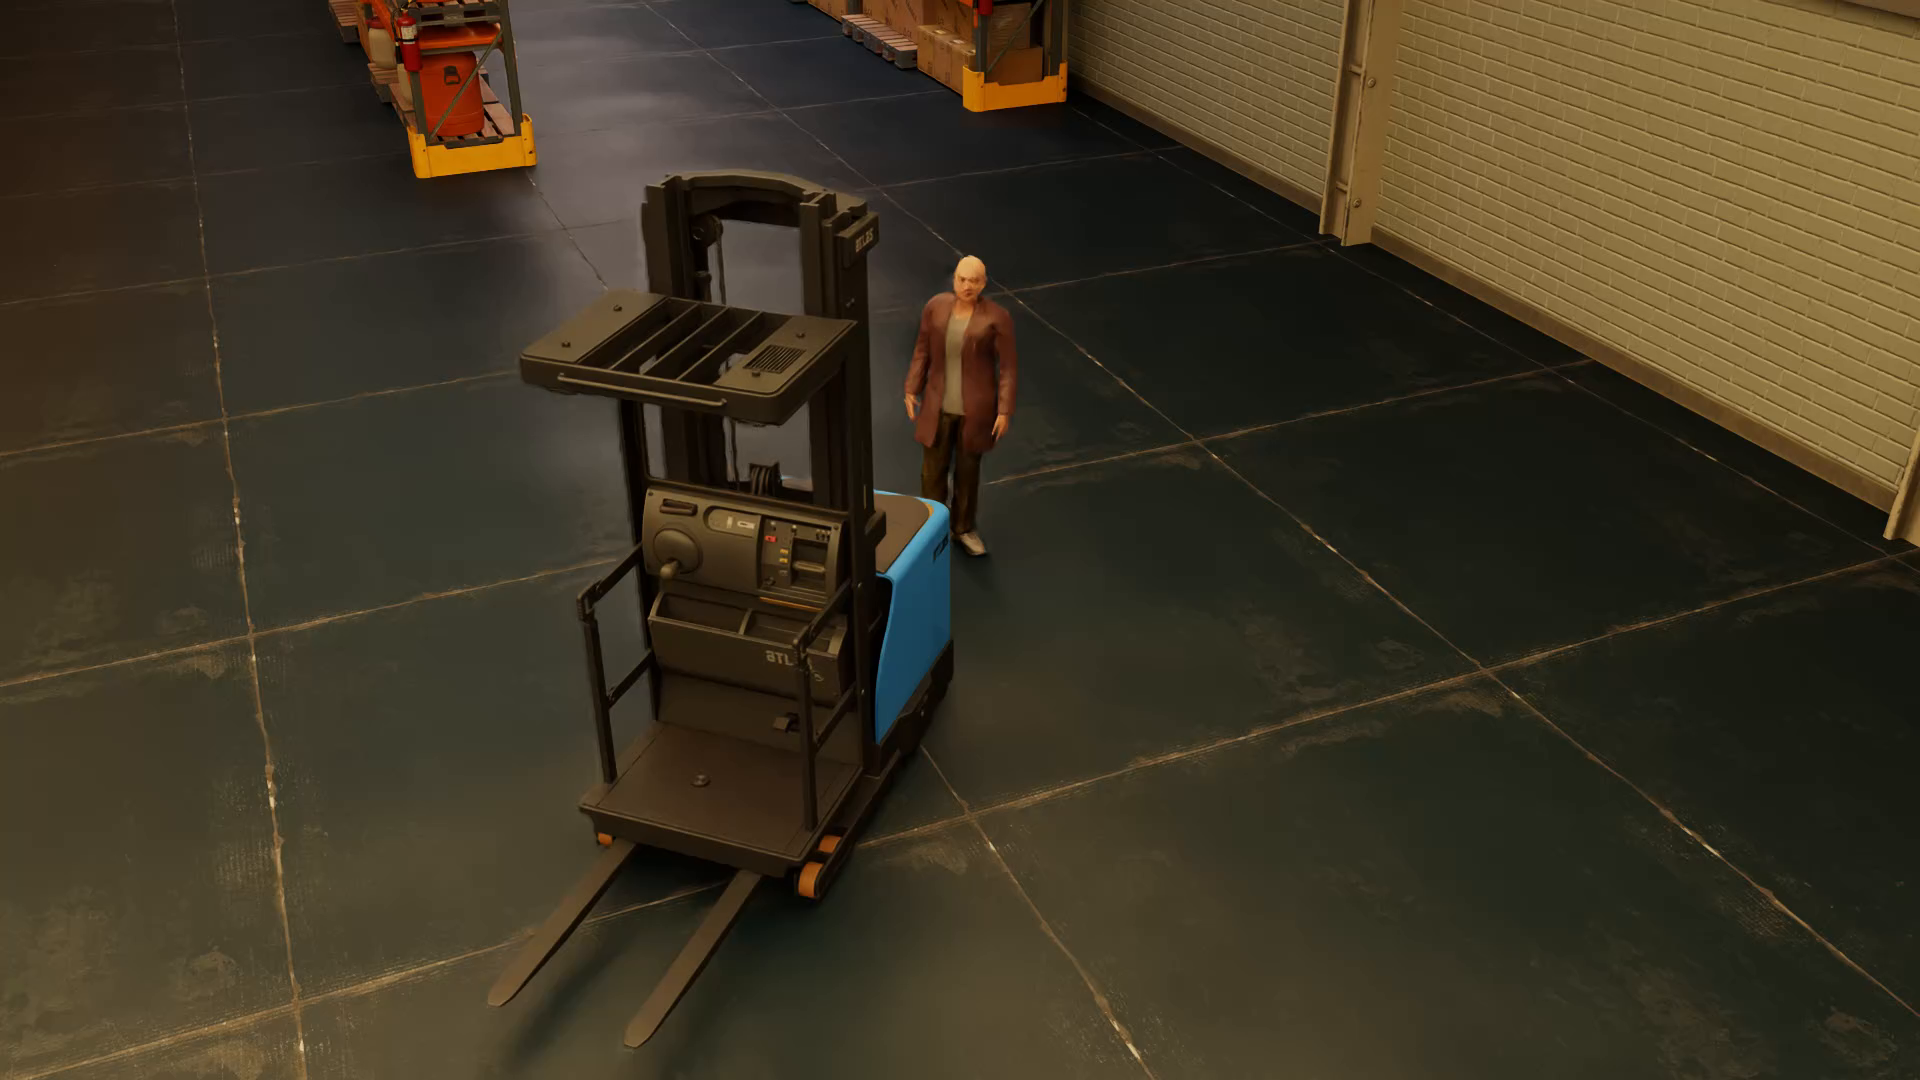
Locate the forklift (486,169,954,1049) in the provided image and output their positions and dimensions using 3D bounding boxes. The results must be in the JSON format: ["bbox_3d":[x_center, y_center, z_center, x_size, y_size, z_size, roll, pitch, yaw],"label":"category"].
[{"bbox_3d":[-1.015,0.075,6.988,1.130,2.935,3.031,10,31,17],"label":"forklift"}]

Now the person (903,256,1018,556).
[{"bbox_3d":[-0.047,-0.708,9.511,0.697,1.779,0.669,10,31,18],"label":"person"}]
